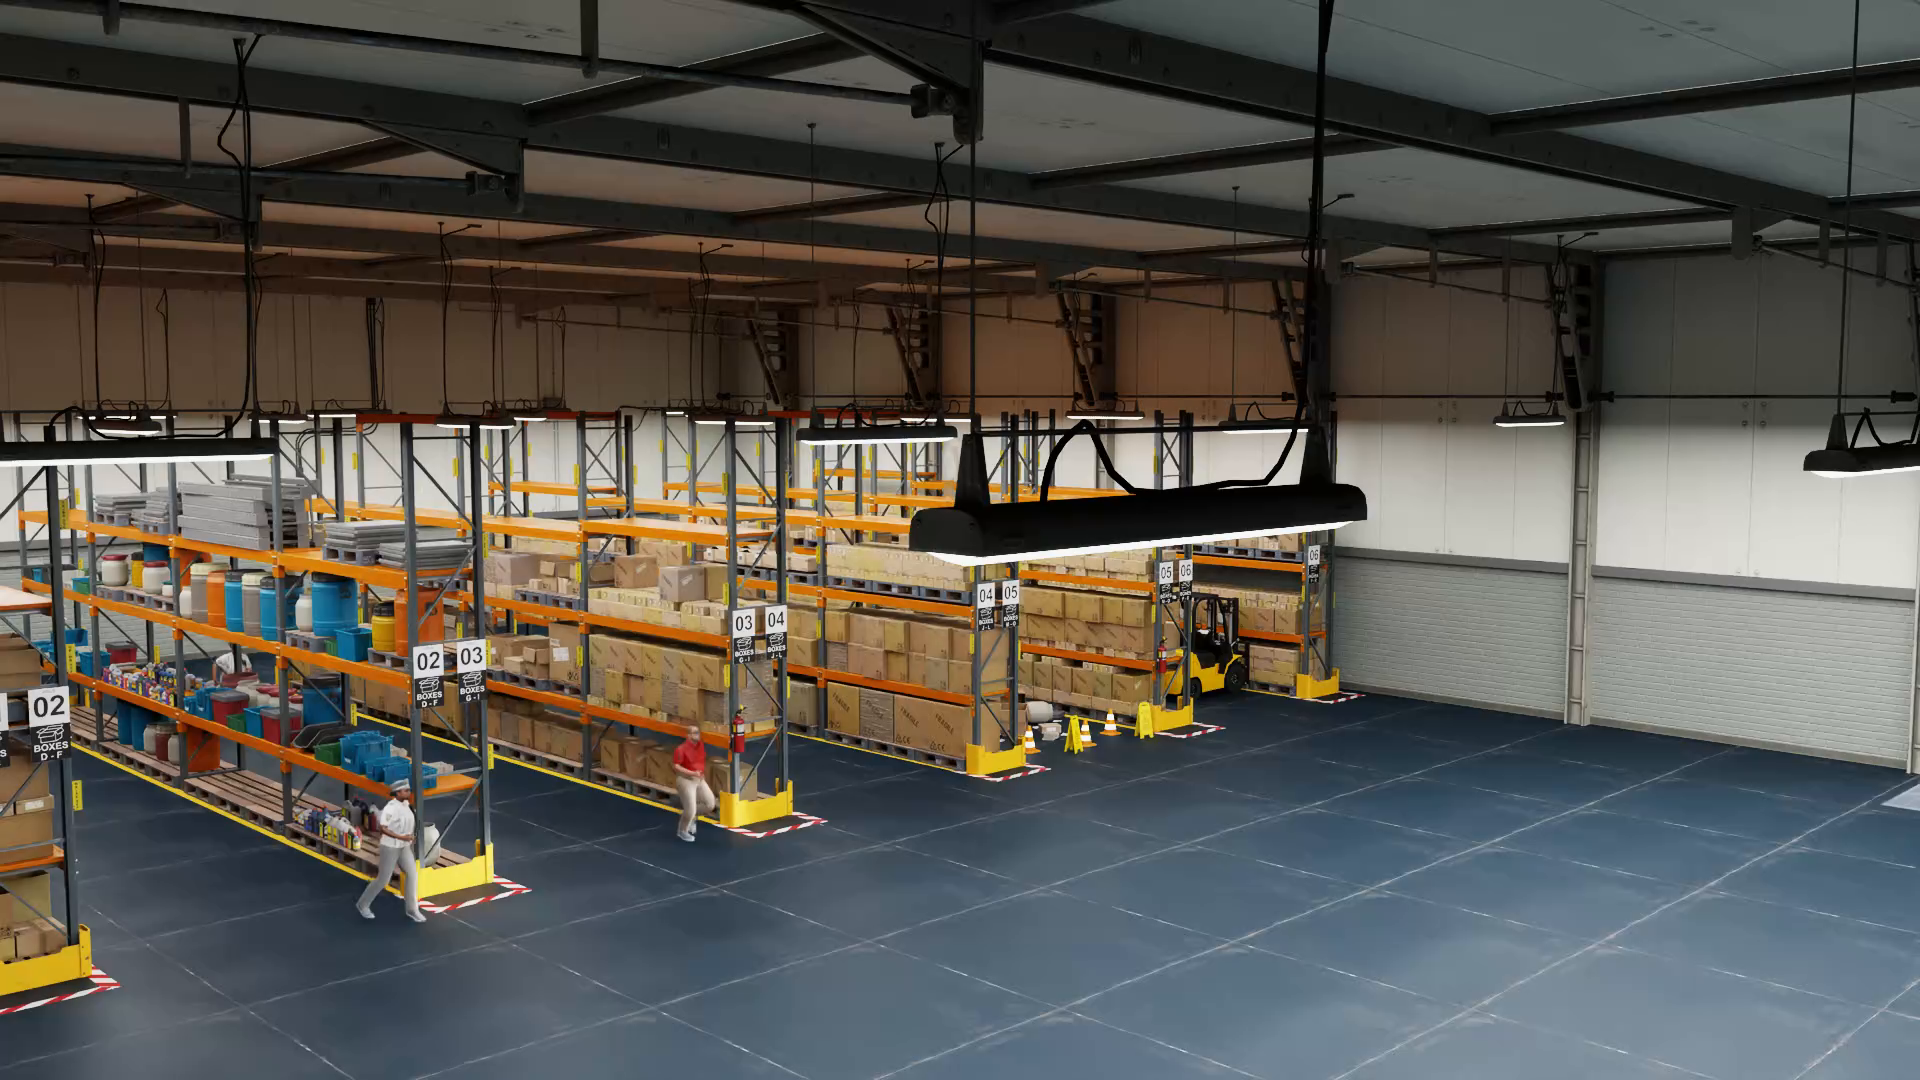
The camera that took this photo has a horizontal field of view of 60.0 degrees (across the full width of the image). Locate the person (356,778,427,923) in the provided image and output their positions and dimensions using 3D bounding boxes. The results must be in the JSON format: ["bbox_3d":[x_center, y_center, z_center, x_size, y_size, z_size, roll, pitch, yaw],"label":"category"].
[{"bbox_3d":[-6.823,3.744,20.156,0.848,1.712,0.662,1,5,15],"label":"person"}]

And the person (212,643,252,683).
[{"bbox_3d":[-13.782,2.750,31.553,0.704,1.739,0.702,5,7,42],"label":"person"}]

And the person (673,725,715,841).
[{"bbox_3d":[-3.770,3.456,23.632,0.641,1.673,0.666,4,6,36],"label":"person"}]
